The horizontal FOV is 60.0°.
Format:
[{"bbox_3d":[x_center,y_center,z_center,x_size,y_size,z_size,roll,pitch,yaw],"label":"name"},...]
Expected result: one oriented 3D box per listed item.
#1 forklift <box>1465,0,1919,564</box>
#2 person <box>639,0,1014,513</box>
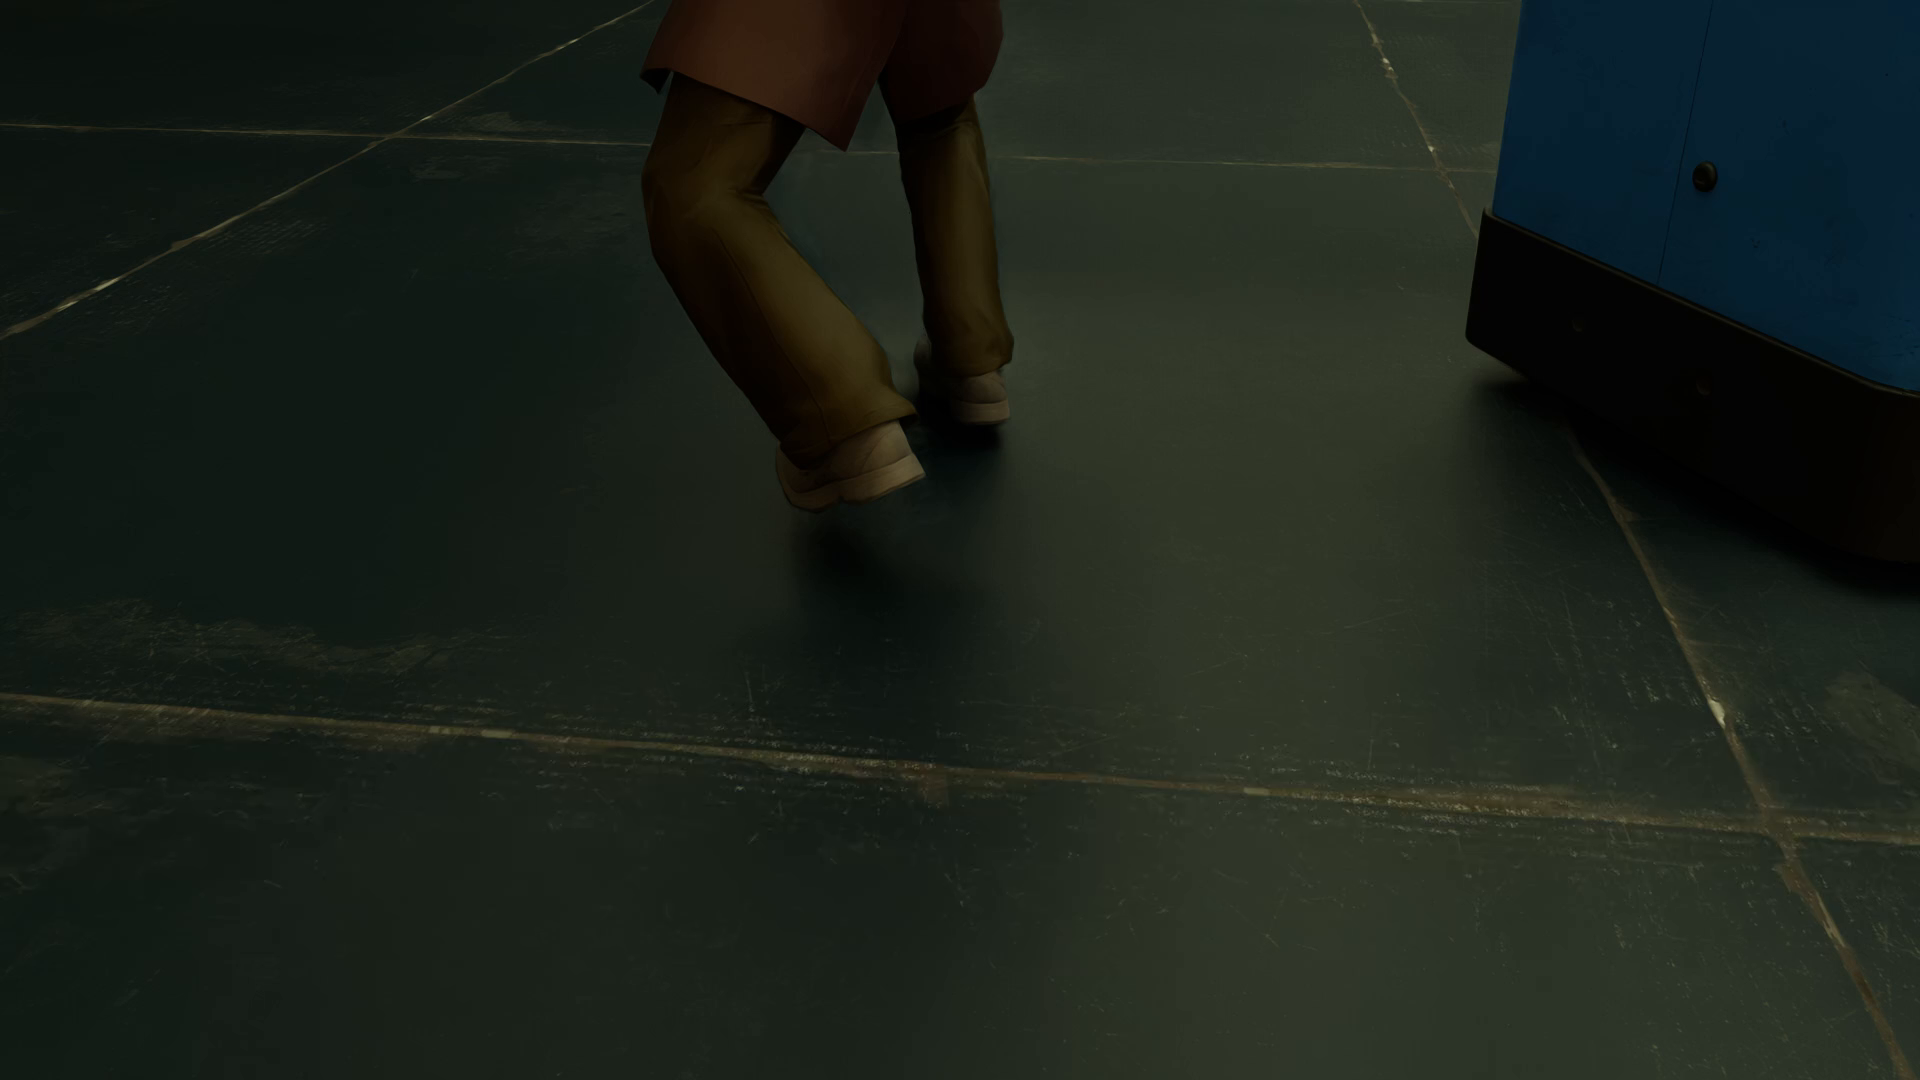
[{"bbox_3d":[2.514,-1.635,2.494,3.031,2.935,1.130,-8,28,-16],"label":"forklift"},{"bbox_3d":[-0.045,-0.899,2.575,0.835,1.523,1.065,23,34,38],"label":"person"}]
